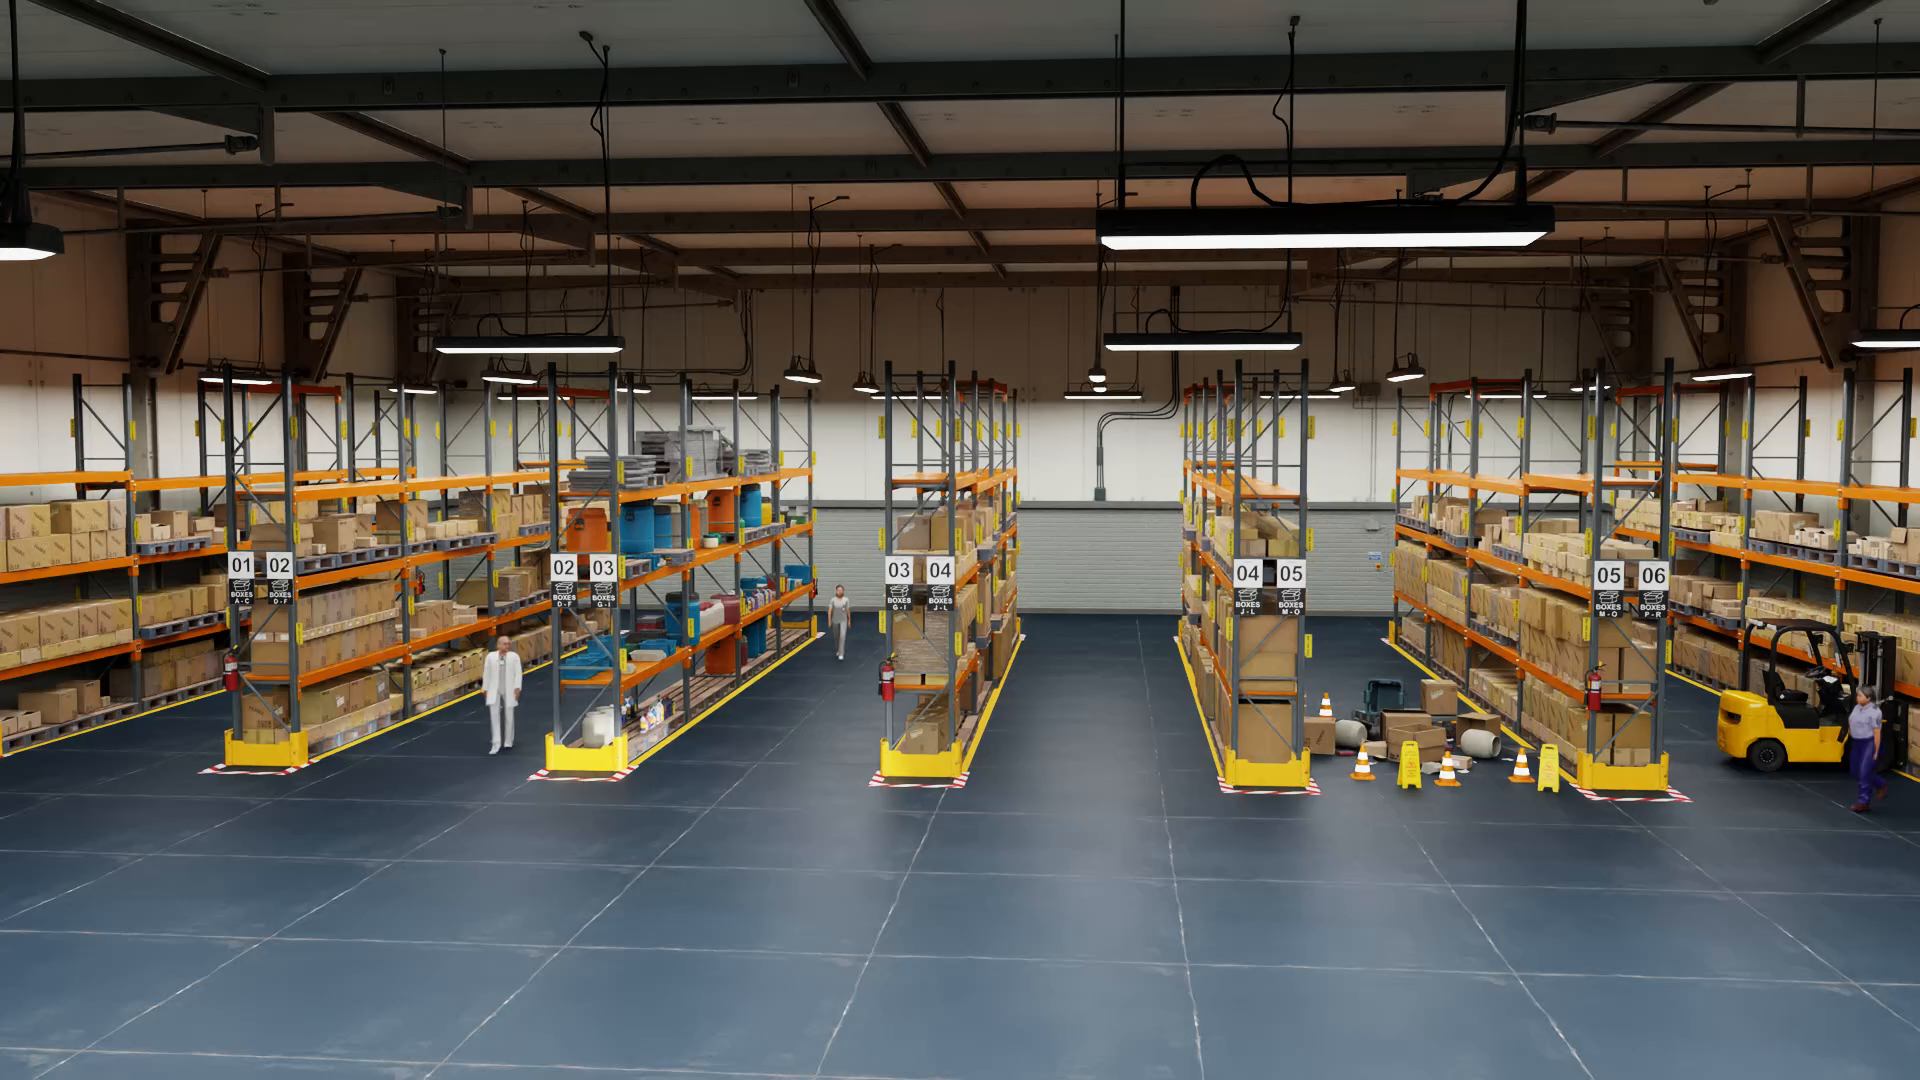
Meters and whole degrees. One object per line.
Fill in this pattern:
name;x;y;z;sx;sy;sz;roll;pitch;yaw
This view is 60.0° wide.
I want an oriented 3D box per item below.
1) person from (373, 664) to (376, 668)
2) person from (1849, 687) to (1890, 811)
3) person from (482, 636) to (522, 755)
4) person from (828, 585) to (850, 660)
person;-12.294;1.873;34.895;0.431;1.618;1.045;0;4;4
person;12.051;2.786;22.003;0.752;1.511;0.482;-1;4;-13
person;-7.172;2.426;26.070;0.617;1.812;0.756;-1;4;-17
person;-2.647;1.791;36.410;0.468;1.612;1.082;0;4;2
